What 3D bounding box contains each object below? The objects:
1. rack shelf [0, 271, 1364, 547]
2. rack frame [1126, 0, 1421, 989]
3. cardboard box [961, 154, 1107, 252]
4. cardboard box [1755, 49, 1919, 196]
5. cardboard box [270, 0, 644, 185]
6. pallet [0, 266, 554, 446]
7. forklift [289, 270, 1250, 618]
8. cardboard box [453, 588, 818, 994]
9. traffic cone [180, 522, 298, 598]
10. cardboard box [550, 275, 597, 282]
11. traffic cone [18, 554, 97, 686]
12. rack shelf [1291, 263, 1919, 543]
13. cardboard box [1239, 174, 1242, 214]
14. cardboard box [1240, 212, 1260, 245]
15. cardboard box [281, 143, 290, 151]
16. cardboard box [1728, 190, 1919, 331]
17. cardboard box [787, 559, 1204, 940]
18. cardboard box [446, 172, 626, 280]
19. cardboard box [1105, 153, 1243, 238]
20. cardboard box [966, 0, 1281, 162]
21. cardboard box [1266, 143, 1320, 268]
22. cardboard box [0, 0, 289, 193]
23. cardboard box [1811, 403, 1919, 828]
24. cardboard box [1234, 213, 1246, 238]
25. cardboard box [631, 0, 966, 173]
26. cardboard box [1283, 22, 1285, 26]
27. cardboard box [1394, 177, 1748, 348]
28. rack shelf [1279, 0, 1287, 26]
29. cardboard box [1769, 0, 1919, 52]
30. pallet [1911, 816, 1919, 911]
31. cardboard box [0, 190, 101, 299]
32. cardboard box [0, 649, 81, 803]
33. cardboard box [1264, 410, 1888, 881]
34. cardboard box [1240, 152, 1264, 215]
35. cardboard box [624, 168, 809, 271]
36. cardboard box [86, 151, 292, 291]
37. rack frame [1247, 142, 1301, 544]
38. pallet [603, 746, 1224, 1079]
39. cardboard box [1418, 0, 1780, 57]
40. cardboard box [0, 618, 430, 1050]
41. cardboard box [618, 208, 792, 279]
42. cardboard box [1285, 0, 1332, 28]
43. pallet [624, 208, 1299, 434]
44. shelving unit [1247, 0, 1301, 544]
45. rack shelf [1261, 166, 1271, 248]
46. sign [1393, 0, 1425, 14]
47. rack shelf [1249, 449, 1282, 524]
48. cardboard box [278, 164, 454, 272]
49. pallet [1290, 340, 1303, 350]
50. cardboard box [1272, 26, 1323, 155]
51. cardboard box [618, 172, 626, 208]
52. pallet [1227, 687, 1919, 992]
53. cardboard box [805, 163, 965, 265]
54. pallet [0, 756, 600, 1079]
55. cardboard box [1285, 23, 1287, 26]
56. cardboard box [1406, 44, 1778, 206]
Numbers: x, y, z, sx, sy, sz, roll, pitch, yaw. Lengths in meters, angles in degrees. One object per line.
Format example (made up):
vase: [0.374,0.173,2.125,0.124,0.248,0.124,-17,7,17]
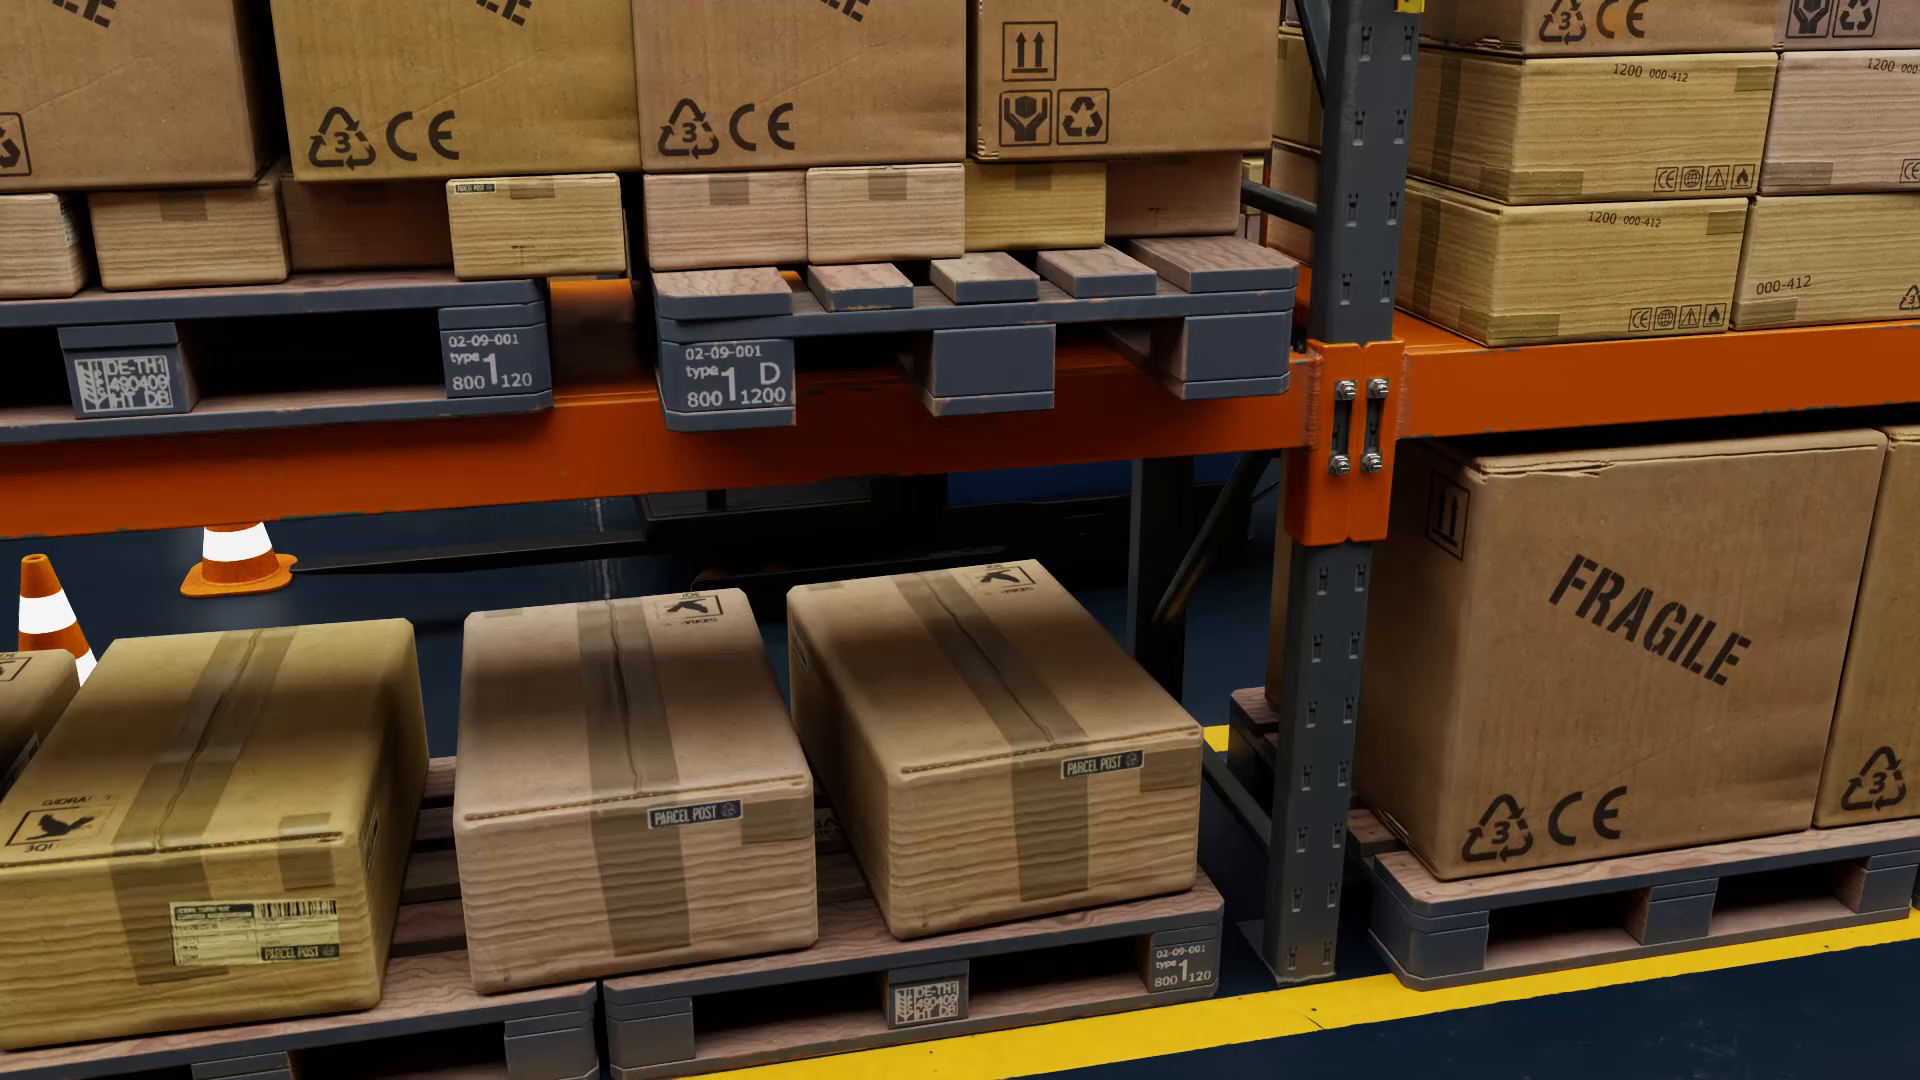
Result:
rack shelf: [-1.360,-0.181,2.994,4.000,0.370,1.077,-5,21,-12]
rack frame: [0.586,-0.677,3.302,0.127,3.000,1.000,-5,21,-12]
cardboard box: [0.077,-0.606,2.863,0.250,0.149,0.380,-4,21,-12]
cardboard box: [1.639,-0.839,3.236,0.500,0.250,0.500,-4,21,-11]
cardboard box: [-0.784,-0.847,2.577,0.500,0.500,0.500,-6,21,-16]
pallet: [-1.331,-0.417,2.870,1.213,0.211,1.003,-5,21,-12]
forklift: [-0.608,-1.320,5.157,3.031,2.935,1.130,-5,21,-14]
cardboard box: [-0.682,0.462,3.402,0.625,0.372,0.950,-5,21,-14]
traffic cone: [-2.370,-0.094,5.398,0.334,0.463,0.336,-5,21,-12]
cardboard box: [-2.114,-1.378,7.877,0.750,0.750,1.050,-4,21,-12]
traffic cone: [-2.422,0.264,4.421,0.334,0.463,0.336,-5,21,-12]
rack shelf: [2.533,-0.498,3.858,4.000,0.370,1.077,-5,21,-12]
cardboard box: [1.054,-1.750,8.165,0.500,0.250,0.500,-4,21,-12]
cardboard box: [1.580,-1.444,8.418,0.500,0.500,0.500,-5,21,-14]
cardboard box: [-1.088,-0.680,3.065,0.250,0.149,0.380,-4,20,-10]
cardboard box: [1.616,-0.608,3.331,0.500,0.250,0.500,-5,21,-14]
cardboard box: [0.034,0.401,3.569,0.625,0.372,0.950,-6,21,-16]
cardboard box: [-0.669,-0.527,2.648,0.250,0.149,0.380,-4,21,-12]
cardboard box: [0.321,-0.652,2.987,0.250,0.149,0.380,-4,20,-10]
cardboard box: [0.208,-0.932,2.809,0.500,0.500,0.500,-5,21,-14]
cardboard box: [1.019,-0.734,3.674,0.500,0.250,0.500,-5,21,-14]
cardboard box: [-1.315,-0.804,2.460,0.500,0.500,0.500,-6,21,-15]
cardboard box: [2.147,0.027,3.857,0.875,0.875,0.875,-4,21,-12]
cardboard box: [1.083,-1.403,8.308,0.500,0.500,0.500,-5,21,-14]
cardboard box: [-0.293,-0.887,2.687,0.500,0.500,0.500,-5,21,-13]
cardboard box: [1.374,-2.499,8.030,0.250,0.149,0.380,-5,21,-14]
cardboard box: [1.120,-0.561,3.204,0.500,0.250,0.500,-5,21,-13]
rack shelf: [1.289,-1.622,5.195,0.480,0.518,0.431,13,24,31]
cardboard box: [1.603,-1.193,3.112,0.500,0.500,0.500,-5,21,-12]
pallet: [2.556,0.500,4.143,1.213,0.211,1.003,-5,21,-12]
cardboard box: [-1.421,-0.472,2.496,0.250,0.149,0.380,-4,20,-10]
cardboard box: [-2.098,0.576,3.092,0.625,0.372,0.950,-3,20,-9]
cardboard box: [1.278,0.097,3.669,0.875,0.875,0.875,-5,21,-13]
cardboard box: [1.560,-1.792,8.278,0.500,0.250,0.500,-6,21,-15]
cardboard box: [-0.405,-0.554,2.721,0.250,0.149,0.380,-6,21,-15]
cardboard box: [-1.168,-0.502,2.580,0.250,0.149,0.380,-5,21,-14]
rack frame: [1.084,-1.023,5.555,0.015,2.100,0.400,13,24,31]
pallet: [-0.175,0.694,3.614,1.213,0.211,1.003,-5,21,-12]
cardboard box: [1.122,-1.151,2.996,0.500,0.500,0.500,-5,21,-14]
cardboard box: [-1.421,0.520,3.243,0.625,0.372,0.950,-4,20,-11]
cardboard box: [-1.264,-1.449,8.069,0.750,0.750,1.050,-5,21,-13]
cardboard box: [1.029,-1.322,3.464,0.500,0.500,0.500,-5,21,-14]
pallet: [-0.083,-0.495,3.084,1.003,0.211,1.213,-5,21,-12]
shelving unit: [1.289,-0.978,5.431,0.503,2.100,0.431,13,24,31]
rack shelf: [1.289,-0.965,5.435,0.480,0.518,0.431,13,24,31]
sign: [0.720,-1.003,2.623,0.005,0.325,0.100,-5,21,-12]
rack shelf: [1.289,-0.307,5.676,0.480,0.518,0.431,13,24,31]
cardboard box: [-0.943,-0.550,2.709,0.250,0.149,0.380,-4,21,-12]
pallet: [1.295,-1.173,8.711,1.213,0.211,1.003,-5,21,-12]
cardboard box: [0.999,-0.965,3.579,0.500,0.250,0.500,-5,21,-13]
cardboard box: [-0.605,-0.761,3.285,0.250,0.149,0.380,-5,21,-12]
pallet: [1.371,0.595,3.883,1.213,0.211,1.003,-5,21,-12]
cardboard box: [-0.158,-0.571,2.768,0.250,0.149,0.380,-5,21,-13]
pallet: [-1.359,0.789,3.354,1.213,0.211,1.003,-5,21,-12]
cardboard box: [1.634,-2.520,8.088,0.250,0.149,0.380,-4,20,-10]
cardboard box: [1.136,-0.799,3.126,0.500,0.250,0.500,-5,21,-13]
